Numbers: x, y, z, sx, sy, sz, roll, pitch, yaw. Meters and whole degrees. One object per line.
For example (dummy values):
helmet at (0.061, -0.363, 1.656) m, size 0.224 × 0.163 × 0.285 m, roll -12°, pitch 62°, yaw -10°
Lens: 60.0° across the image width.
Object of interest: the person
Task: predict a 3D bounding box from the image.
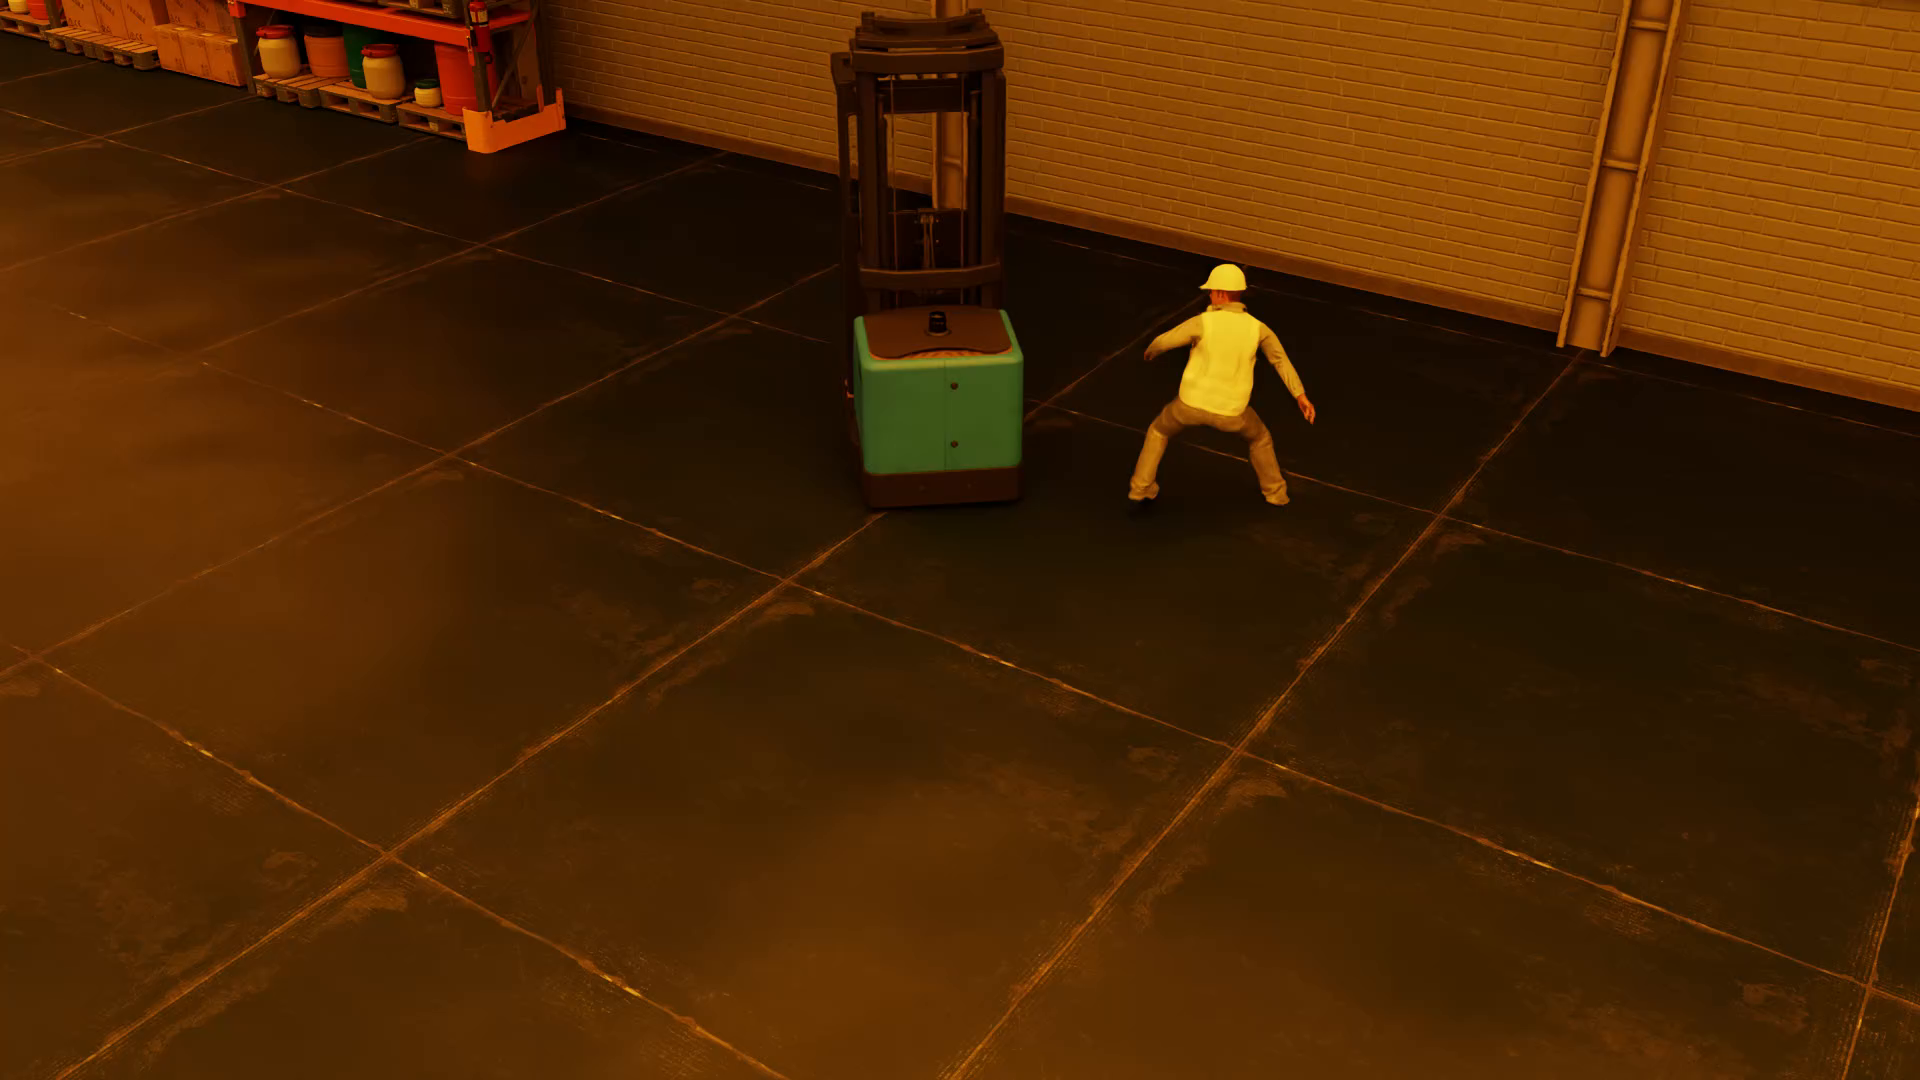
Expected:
person at (1.678, -0.883, 10.509) m, size 1.116 × 1.715 × 0.539 m, roll 6°, pitch 31°, yaw 11°

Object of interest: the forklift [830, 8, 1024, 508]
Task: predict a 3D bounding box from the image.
forklift at (-0.278, -2.192, 11.357) m, size 1.130 × 2.935 × 3.031 m, roll -4°, pitch 30°, yaw -6°
